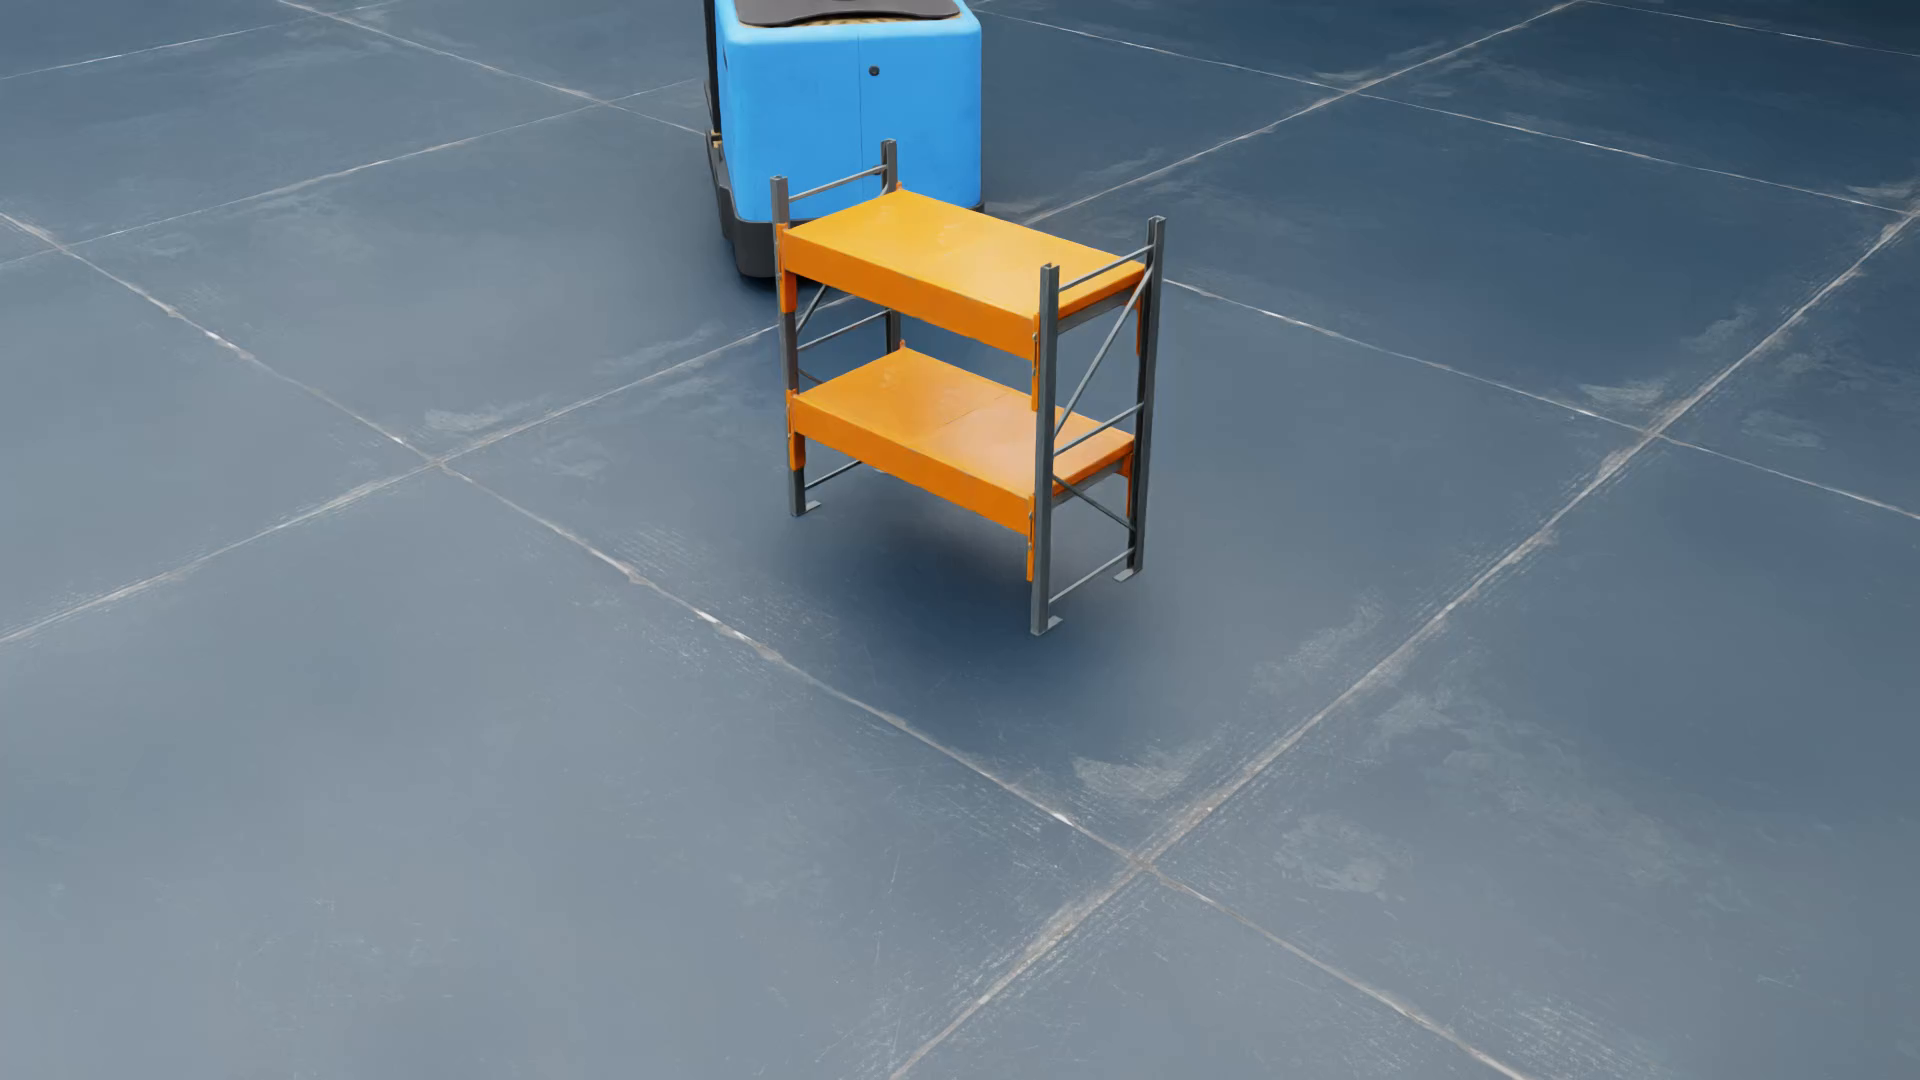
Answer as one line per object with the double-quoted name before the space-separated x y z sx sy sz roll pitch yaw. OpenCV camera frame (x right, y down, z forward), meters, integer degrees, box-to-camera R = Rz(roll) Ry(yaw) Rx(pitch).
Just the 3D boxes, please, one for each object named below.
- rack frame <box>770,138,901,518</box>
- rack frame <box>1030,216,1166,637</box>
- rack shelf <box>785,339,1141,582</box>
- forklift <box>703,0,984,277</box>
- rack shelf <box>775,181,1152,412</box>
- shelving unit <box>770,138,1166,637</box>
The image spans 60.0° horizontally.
"rack frame" -0.372 -0.656 5.248 0.032 1.125 0.500 25 39 35
"rack frame" 0.382 -0.304 4.664 0.032 1.125 0.500 25 39 35
"rack shelf" 0.005 -0.270 5.082 1.000 0.278 0.538 25 39 35
"forklift" -0.678 -3.095 7.550 1.130 2.935 3.031 -6 31 -9
"rack shelf" 0.005 -0.730 4.805 1.000 0.278 0.538 25 39 35
"shelving unit" 0.005 -0.480 4.956 1.048 1.125 0.538 25 39 35
